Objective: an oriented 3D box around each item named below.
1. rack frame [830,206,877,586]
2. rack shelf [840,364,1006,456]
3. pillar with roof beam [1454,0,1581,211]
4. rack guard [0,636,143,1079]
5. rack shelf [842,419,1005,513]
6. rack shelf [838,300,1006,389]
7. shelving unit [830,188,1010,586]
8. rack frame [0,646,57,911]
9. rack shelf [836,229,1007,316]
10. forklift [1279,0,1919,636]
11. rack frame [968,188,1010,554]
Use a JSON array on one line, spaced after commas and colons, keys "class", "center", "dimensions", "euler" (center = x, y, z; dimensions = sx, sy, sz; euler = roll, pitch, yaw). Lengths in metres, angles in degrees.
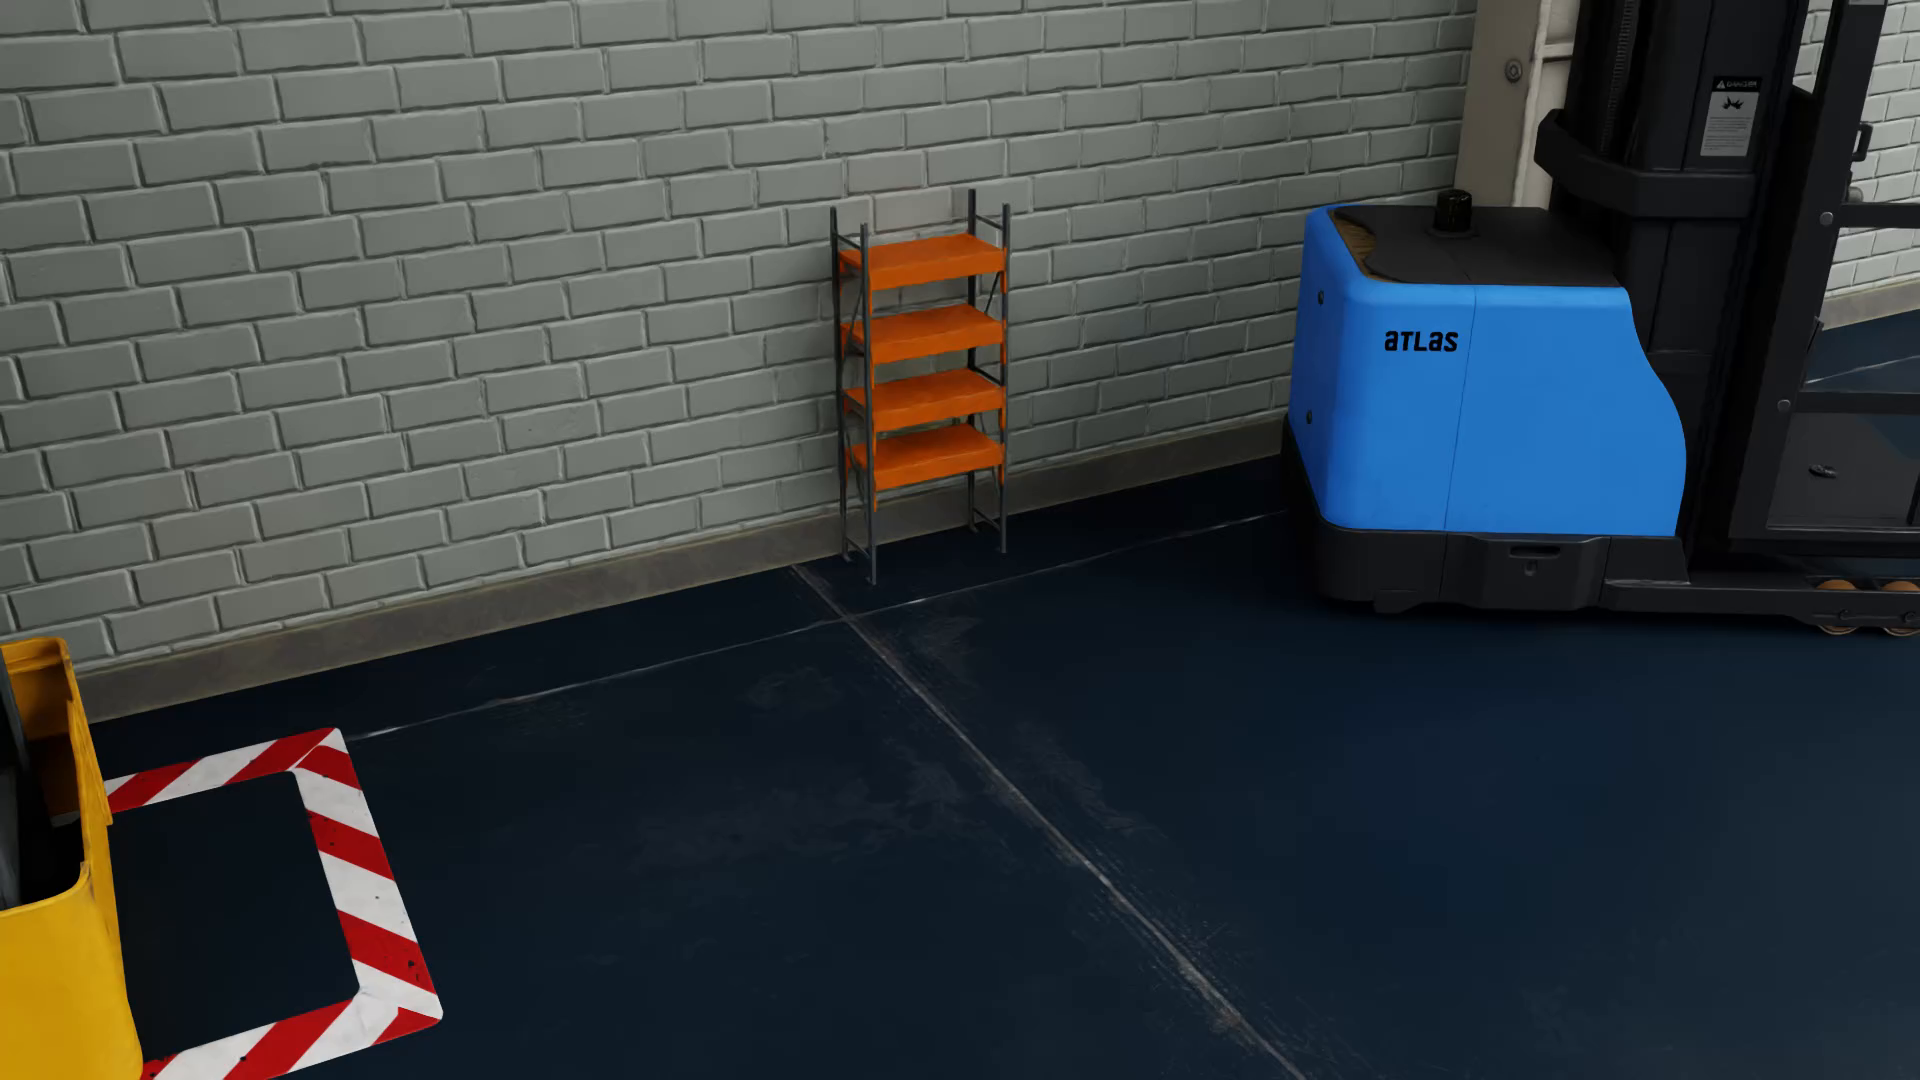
[{"class": "rack frame", "center": [-0.337, -0.438, 5.276], "dimensions": [0.015, 1.200, 0.240], "euler": [-13, 29, -26]}, {"class": "rack shelf", "center": [-0.122, -0.428, 5.410], "dimensions": [0.480, 0.148, 0.258], "euler": [-13, 29, -26]}, {"class": "pillar with roof beam", "center": [4.164, -2.896, 1.385], "dimensions": [0.400, 9.000, 9.100], "euler": [-13, 29, -25]}, {"class": "rack guard", "center": [-2.096, 0.711, 3.692], "dimensions": [0.348, 0.500, 1.175], "euler": [-13, 29, -25]}, {"class": "rack shelf", "center": [-0.122, -0.249, 5.496], "dimensions": [0.480, 0.148, 0.258], "euler": [-13, 29, -26]}, {"class": "rack shelf", "center": [-0.122, -0.630, 5.314], "dimensions": [0.480, 0.148, 0.258], "euler": [-13, 29, -26]}, {"class": "shelving unit", "center": [-0.122, -0.489, 5.381], "dimensions": [0.503, 1.200, 0.258], "euler": [-13, 29, -26]}, {"class": "rack frame", "center": [-2.117, -0.411, 3.141], "dimensions": [0.127, 3.000, 1.000], "euler": [-13, 29, -25]}, {"class": "rack shelf", "center": [-0.123, -0.843, 5.212], "dimensions": [0.480, 0.148, 0.258], "euler": [-13, 29, -26]}, {"class": "forklift", "center": [2.649, -1.261, 4.991], "dimensions": [3.031, 2.935, 1.130], "euler": [1, 26, 3]}, {"class": "rack frame", "center": [0.092, -0.539, 5.487], "dimensions": [0.015, 1.200, 0.240], "euler": [-13, 29, -26]}]
